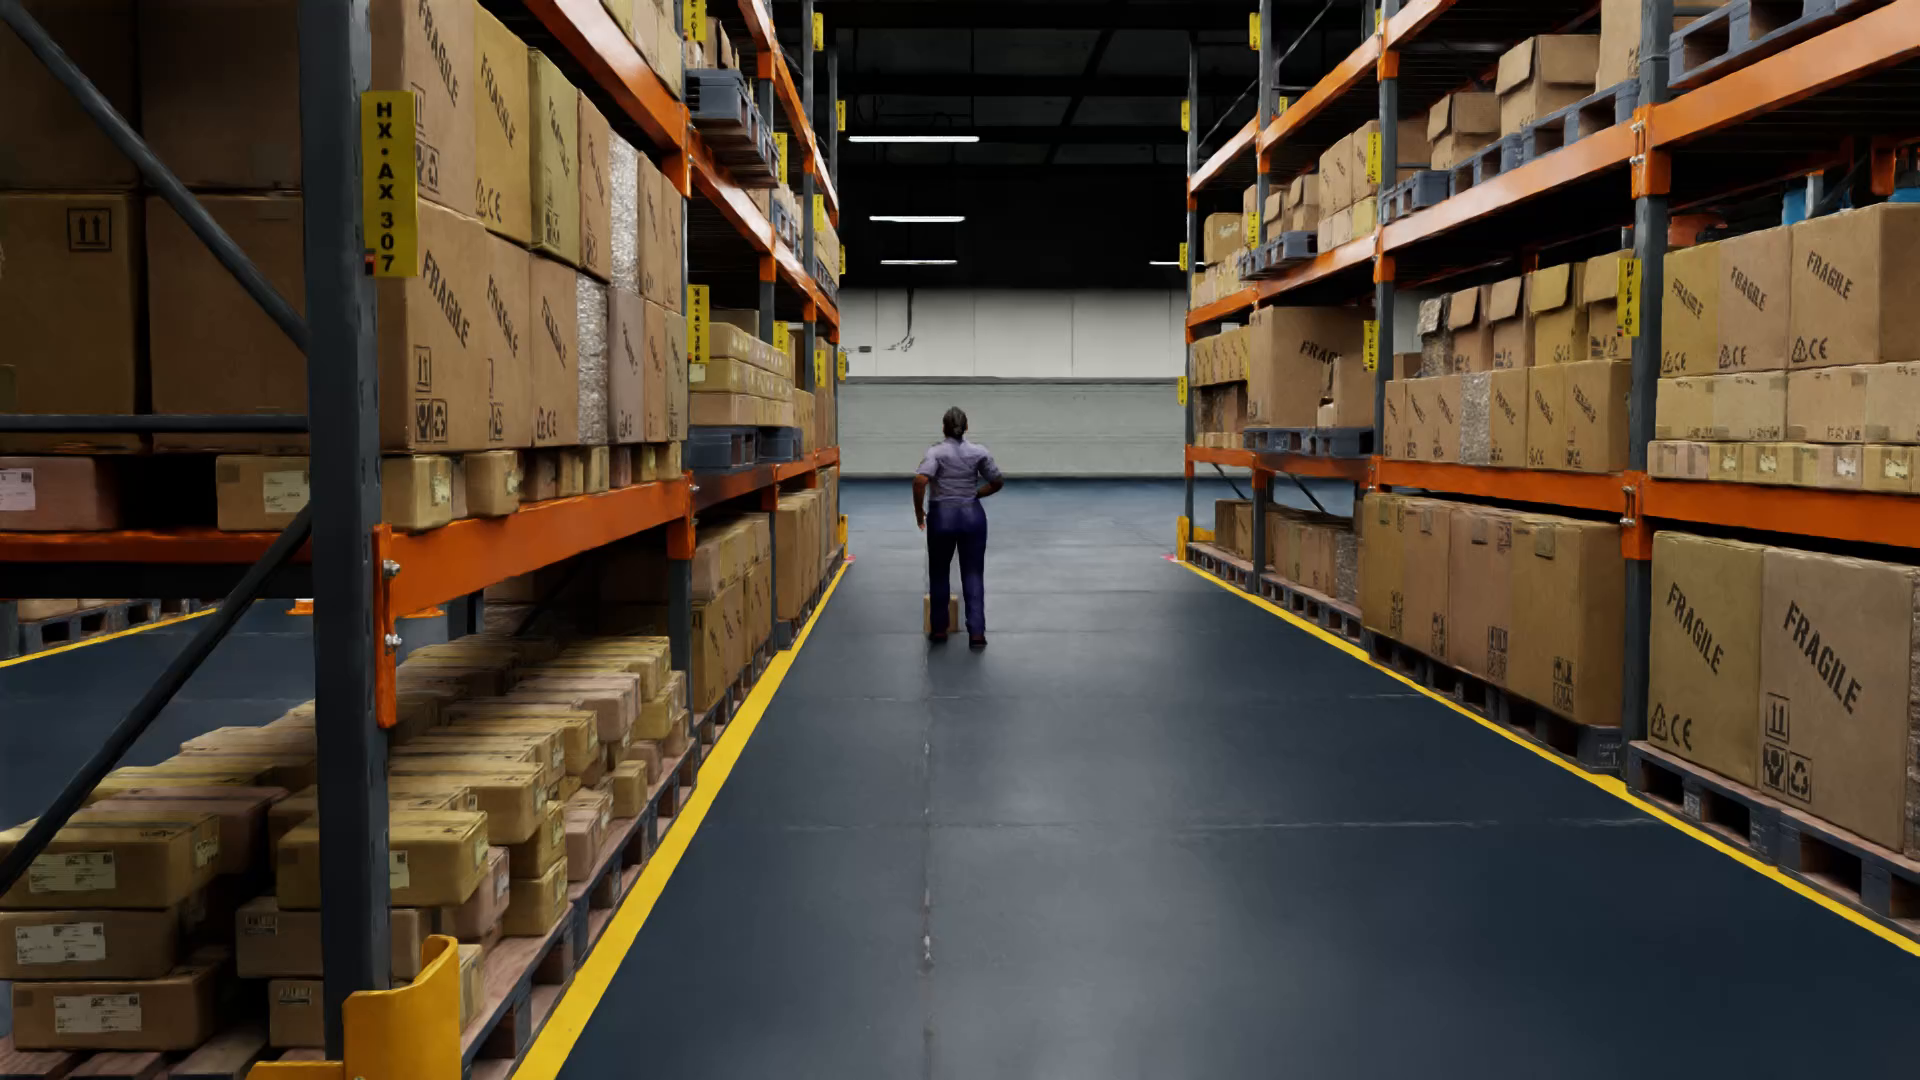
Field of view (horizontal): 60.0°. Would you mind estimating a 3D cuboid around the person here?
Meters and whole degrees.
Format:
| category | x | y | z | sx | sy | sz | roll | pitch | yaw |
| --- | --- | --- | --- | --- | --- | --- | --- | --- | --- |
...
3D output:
| category | x | y | z | sx | sy | sz | roll | pitch | yaw |
| --- | --- | --- | --- | --- | --- | --- | --- | --- | --- |
| person | -0.052 | -0.098 | 11.489 | 0.652 | 1.639 | 0.728 | -1 | 4 | -11 |
